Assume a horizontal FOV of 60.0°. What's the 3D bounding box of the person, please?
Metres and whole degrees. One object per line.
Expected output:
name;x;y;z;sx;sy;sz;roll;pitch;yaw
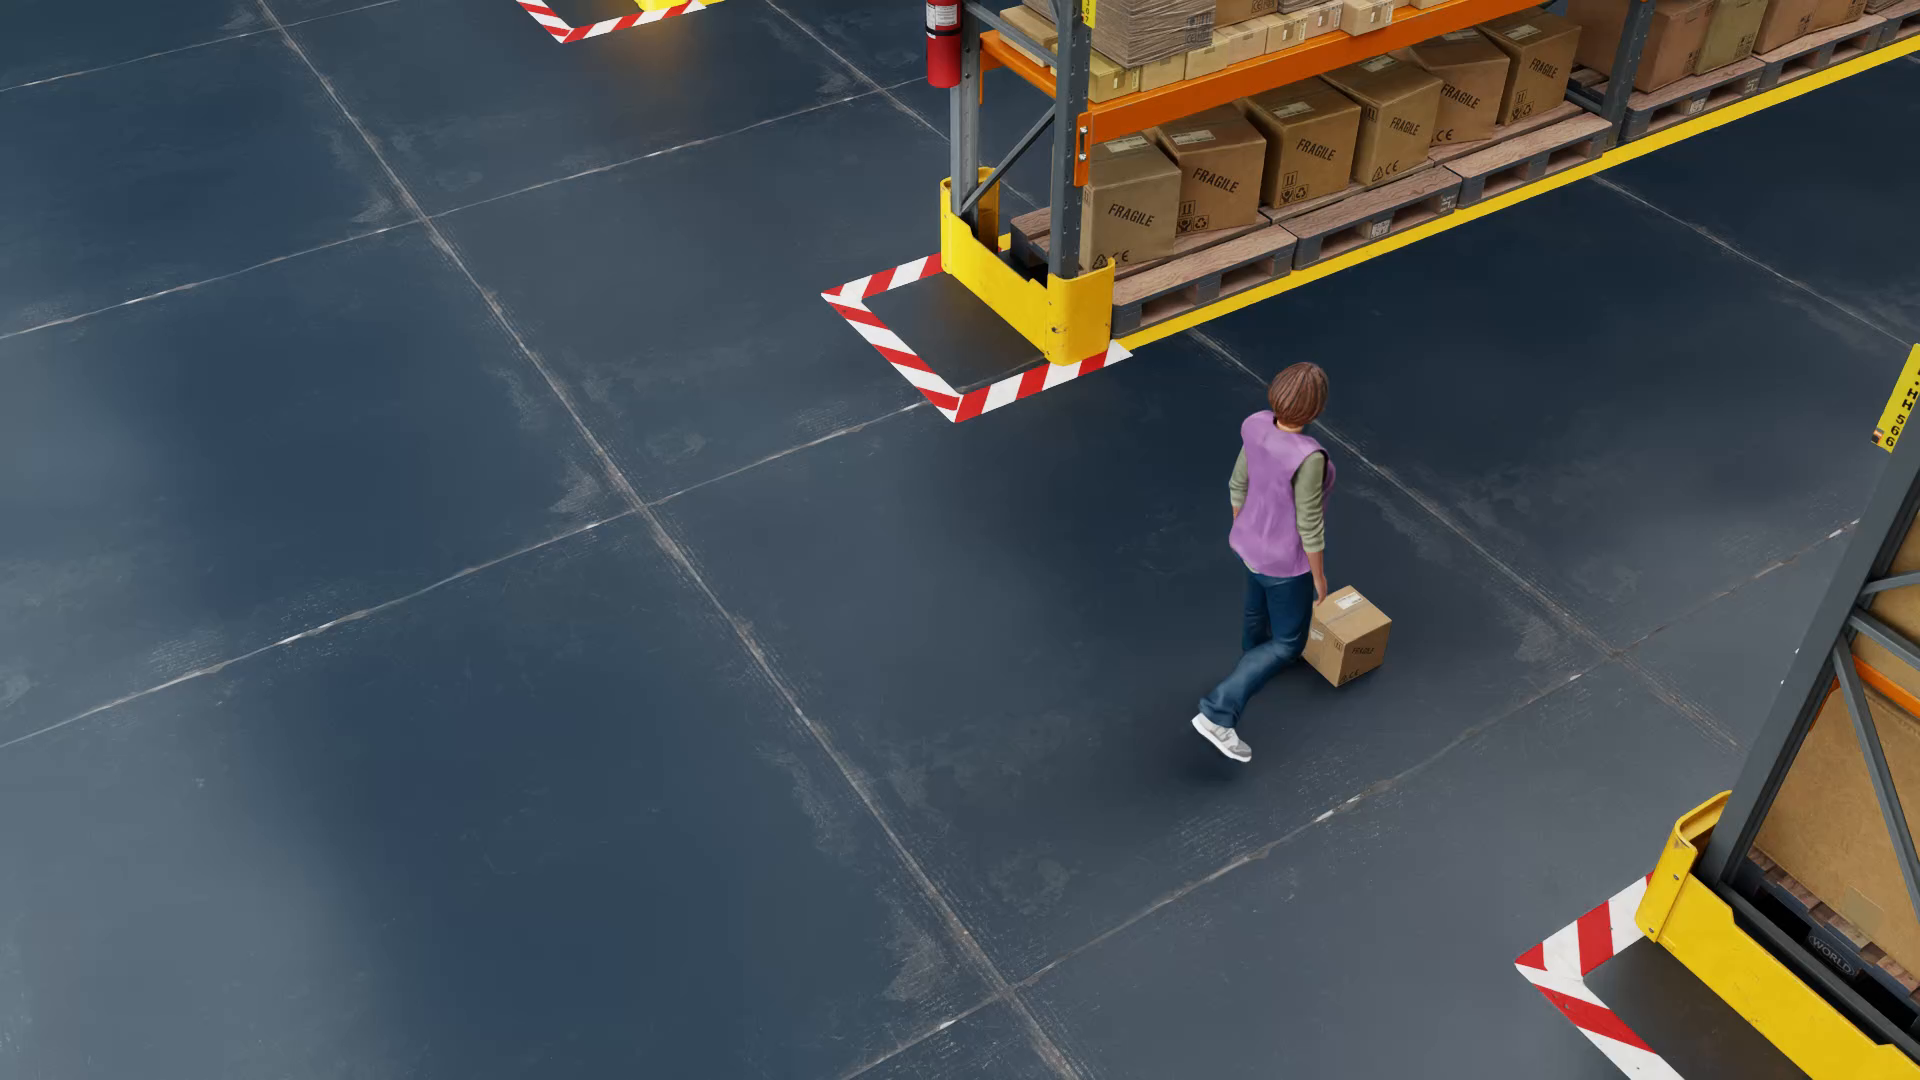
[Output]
person;1.149;0.072;6.072;0.707;1.589;0.545;-18;45;-20
